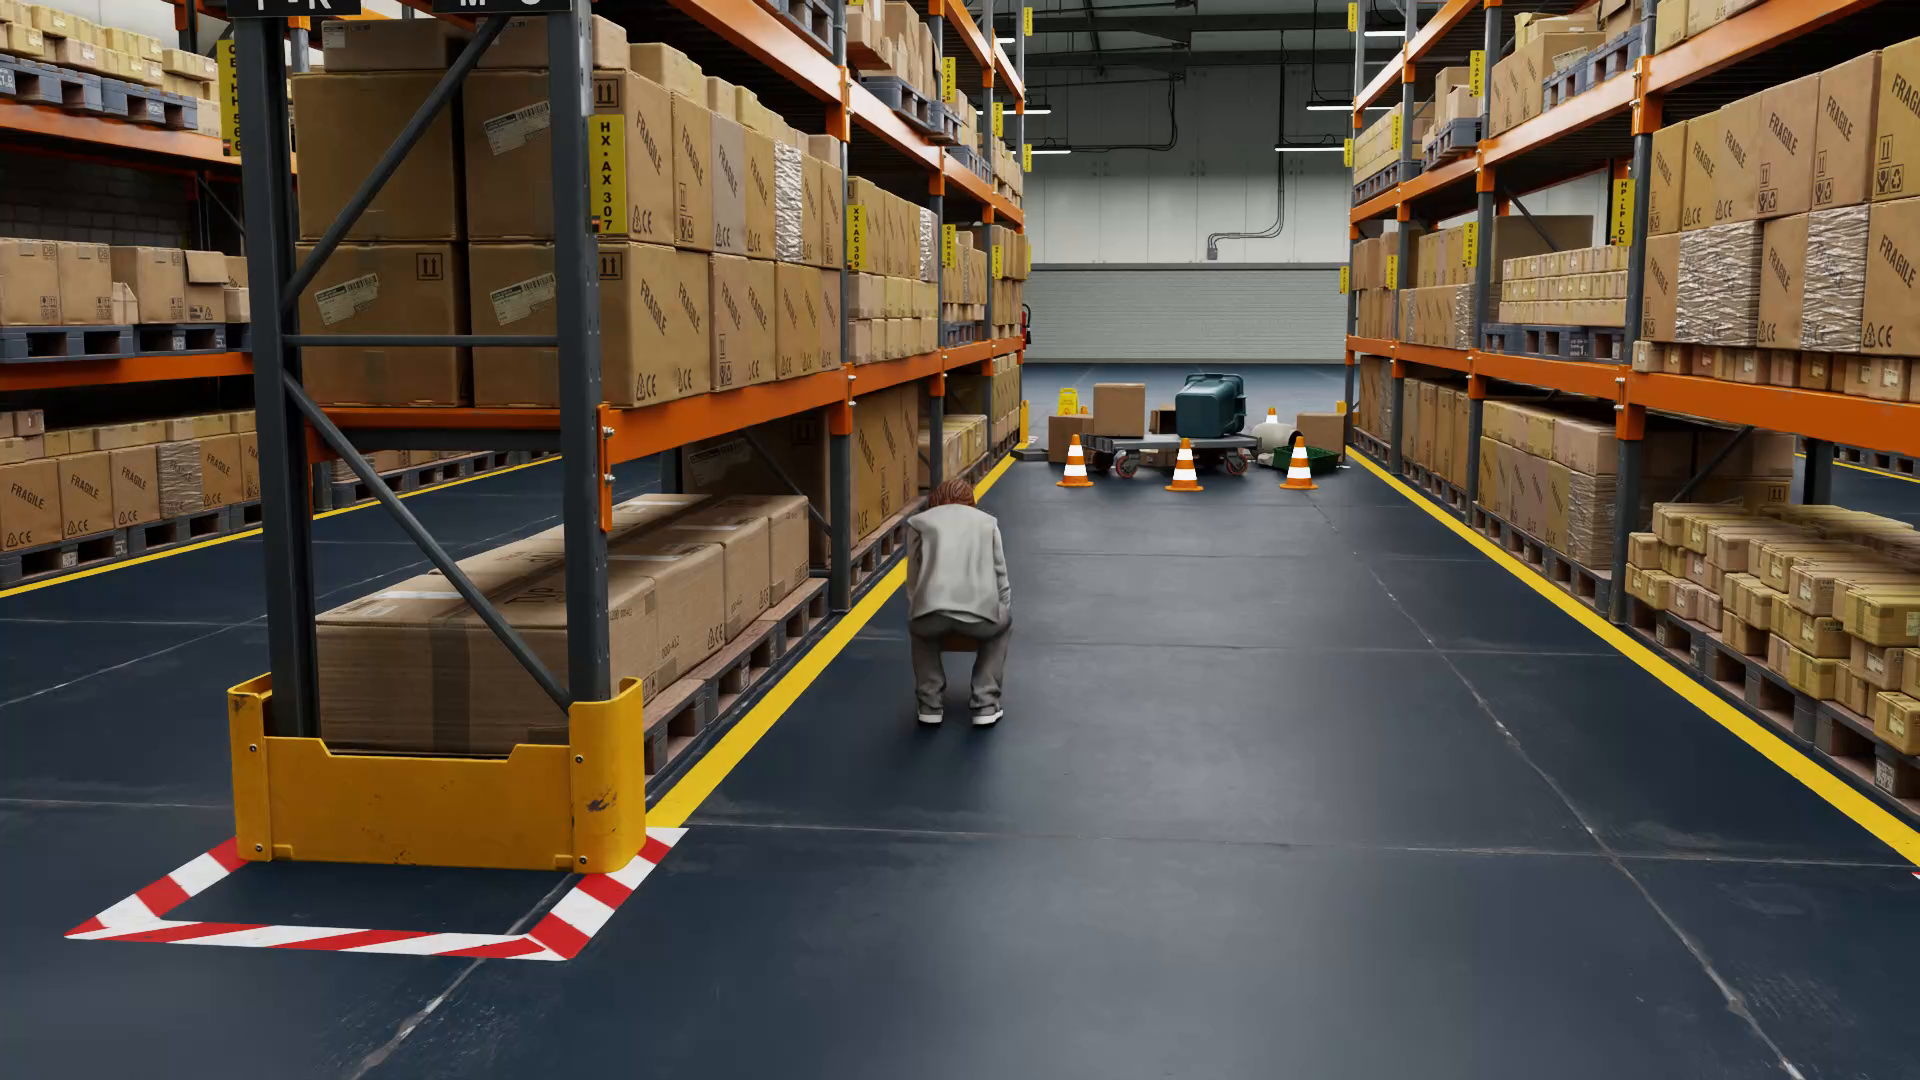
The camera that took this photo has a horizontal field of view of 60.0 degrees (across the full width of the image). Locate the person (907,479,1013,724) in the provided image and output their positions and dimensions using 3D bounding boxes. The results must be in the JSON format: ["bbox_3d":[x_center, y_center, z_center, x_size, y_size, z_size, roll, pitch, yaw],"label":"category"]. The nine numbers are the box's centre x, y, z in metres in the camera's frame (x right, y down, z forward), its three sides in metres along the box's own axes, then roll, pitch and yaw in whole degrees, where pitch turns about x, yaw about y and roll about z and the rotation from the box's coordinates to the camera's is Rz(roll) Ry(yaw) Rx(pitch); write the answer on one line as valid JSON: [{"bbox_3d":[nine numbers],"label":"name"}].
[{"bbox_3d":[-0.017,0.248,6.590,0.447,0.907,0.807,1,8,6],"label":"person"}]
